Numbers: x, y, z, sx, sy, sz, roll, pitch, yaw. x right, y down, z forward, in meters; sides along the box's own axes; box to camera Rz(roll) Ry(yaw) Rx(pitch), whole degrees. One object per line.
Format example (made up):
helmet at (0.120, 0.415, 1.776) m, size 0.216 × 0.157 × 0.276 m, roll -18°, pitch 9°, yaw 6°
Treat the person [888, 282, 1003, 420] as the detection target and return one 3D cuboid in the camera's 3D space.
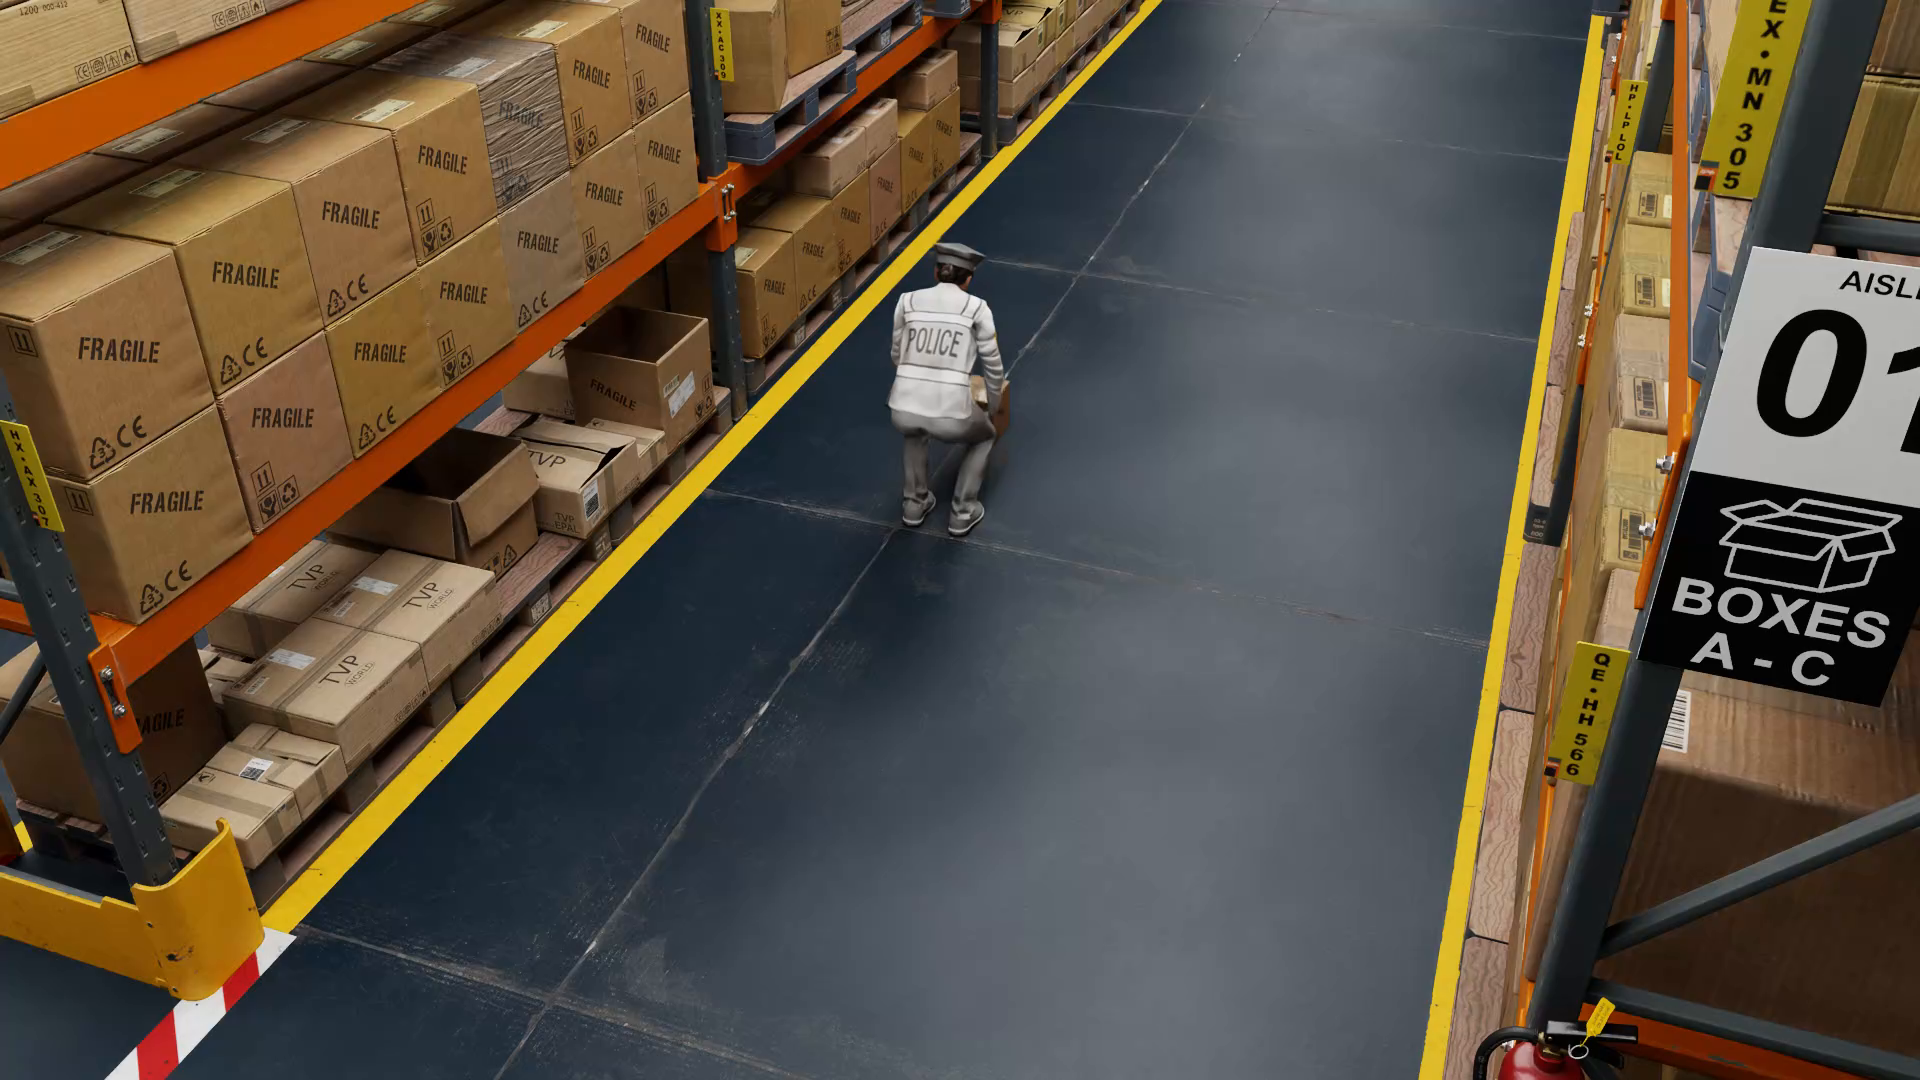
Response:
person at (-0.119, -0.784, 7.366) m, size 0.532 × 0.612 × 0.595 m, roll 11°, pitch 35°, yaw 16°
